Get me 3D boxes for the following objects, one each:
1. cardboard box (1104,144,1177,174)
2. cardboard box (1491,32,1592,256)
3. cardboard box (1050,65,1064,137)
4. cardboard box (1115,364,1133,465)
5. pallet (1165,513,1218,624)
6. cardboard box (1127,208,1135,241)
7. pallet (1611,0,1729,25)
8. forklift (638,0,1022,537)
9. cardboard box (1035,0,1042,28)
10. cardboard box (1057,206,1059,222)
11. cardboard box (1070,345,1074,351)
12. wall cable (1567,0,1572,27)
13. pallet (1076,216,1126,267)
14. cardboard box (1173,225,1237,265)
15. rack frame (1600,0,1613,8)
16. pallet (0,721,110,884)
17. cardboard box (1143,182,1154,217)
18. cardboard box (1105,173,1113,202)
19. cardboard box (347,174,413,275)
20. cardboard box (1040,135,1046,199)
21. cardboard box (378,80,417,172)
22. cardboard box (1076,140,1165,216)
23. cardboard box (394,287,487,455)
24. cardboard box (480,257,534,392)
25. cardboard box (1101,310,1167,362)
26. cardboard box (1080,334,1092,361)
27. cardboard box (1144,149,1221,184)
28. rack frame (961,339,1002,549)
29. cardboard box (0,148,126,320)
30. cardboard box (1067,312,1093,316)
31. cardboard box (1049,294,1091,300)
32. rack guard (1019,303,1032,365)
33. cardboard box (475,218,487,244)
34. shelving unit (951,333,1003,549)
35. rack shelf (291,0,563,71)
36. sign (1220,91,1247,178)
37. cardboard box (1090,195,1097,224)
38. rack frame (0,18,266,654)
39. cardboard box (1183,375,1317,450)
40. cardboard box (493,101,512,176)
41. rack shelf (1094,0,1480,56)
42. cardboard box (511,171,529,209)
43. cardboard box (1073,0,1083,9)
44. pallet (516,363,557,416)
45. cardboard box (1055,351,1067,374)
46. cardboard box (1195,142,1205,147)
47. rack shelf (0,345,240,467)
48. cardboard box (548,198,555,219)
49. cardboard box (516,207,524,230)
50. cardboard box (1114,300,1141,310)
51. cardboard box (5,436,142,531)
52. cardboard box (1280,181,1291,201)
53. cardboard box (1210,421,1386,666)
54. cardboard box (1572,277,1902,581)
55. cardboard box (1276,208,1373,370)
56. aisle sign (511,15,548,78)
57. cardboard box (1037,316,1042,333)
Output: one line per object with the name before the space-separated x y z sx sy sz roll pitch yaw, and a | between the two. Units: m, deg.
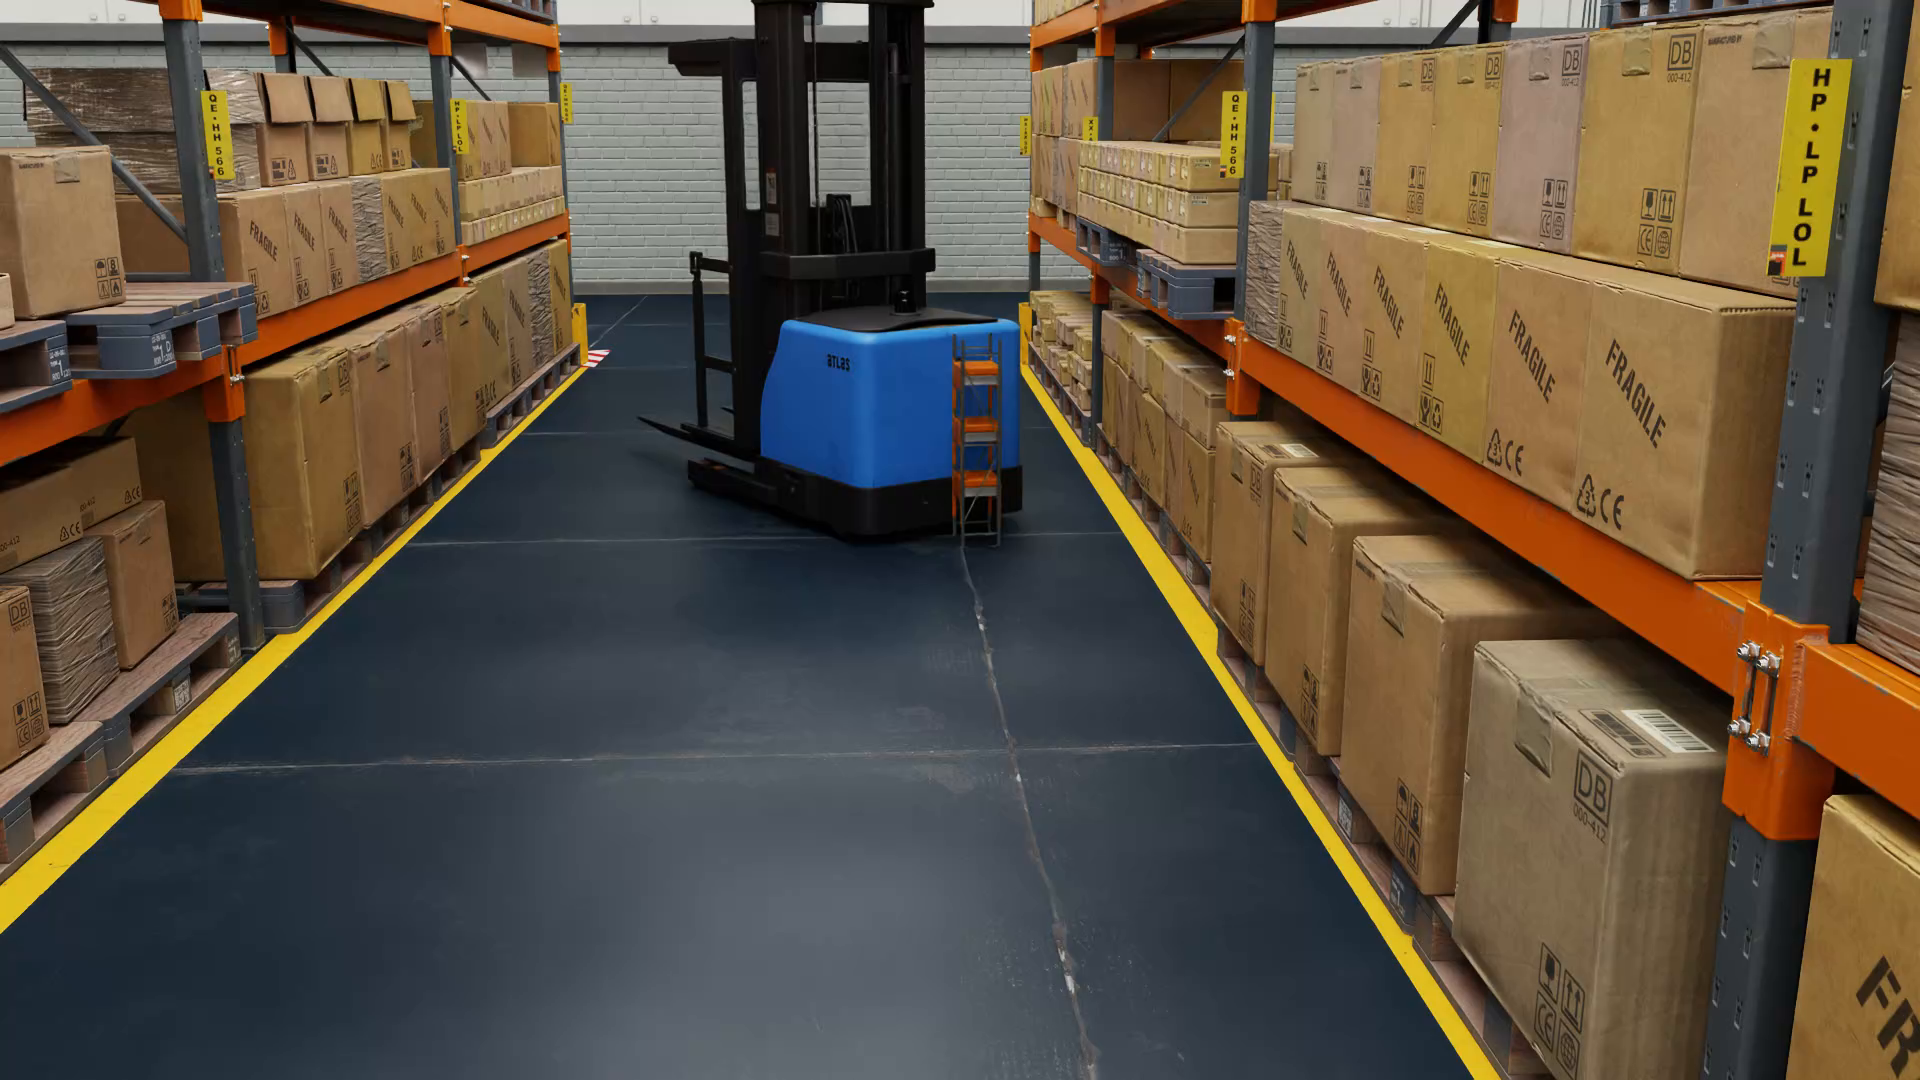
cardboard box | 0.983 -2.053 8.954 0.380 0.149 0.250 -1 14 -4
cardboard box | 1.746 -0.967 4.059 0.700 0.500 0.500 -1 14 -3
cardboard box | 0.950 -3.221 12.222 0.500 0.500 0.500 -1 14 -5
cardboard box | 1.167 -0.721 9.481 0.500 0.500 0.500 0 14 -1
pallet | 1.553 0.104 7.700 1.003 0.211 1.213 -1 14 -3
cardboard box | 1.036 -1.569 8.265 0.380 0.149 0.250 0 14 -2
pallet | 6.095 -4.369 13.645 1.003 0.211 1.213 -1 14 -3
forklift | -0.933 -1.745 9.427 1.130 2.935 3.031 -10 18 -34
cardboard box | 0.877 -4.306 13.525 0.500 0.250 0.500 0 14 -1
cardboard box | 0.950 -2.512 12.775 0.380 0.149 0.250 -1 14 -5
cardboard box | 0.999 -1.348 12.027 0.380 0.149 0.250 -1 14 -2
wall cable | 6.156 -7.470 19.501 2.355 3.000 0.029 -1 14 -3
pallet | 1.254 -1.762 9.740 1.003 0.211 1.213 -1 14 -3
cardboard box | 1.110 -1.250 7.025 0.380 0.149 0.250 -1 14 -3
rack frame | 6.038 -6.049 13.977 1.000 3.000 0.127 -1 14 -3
pallet | -3.238 0.847 4.813 1.003 0.211 1.213 -1 14 -3
cardboard box | 1.062 -1.588 7.743 0.380 0.149 0.250 -1 14 -3
cardboard box | 0.987 -1.908 8.985 0.380 0.149 0.250 0 14 -1
cardboard box | -3.240 -1.679 8.832 0.500 0.500 0.500 -1 14 -4
cardboard box | 0.915 -2.986 13.314 0.500 0.500 0.500 -1 14 -3
cardboard box | -3.557 -2.371 9.509 0.797 0.503 0.637 -1 14 -5
cardboard box | 1.040 -2.356 10.864 0.500 0.500 0.500 -1 14 -3
cardboard box | -3.545 -1.011 9.858 1.225 0.875 0.875 -1 14 -3
cardboard box | -3.622 -1.559 11.988 0.875 0.875 0.875 -1 14 -3
cardboard box | 1.134 -1.215 9.899 0.500 0.250 0.500 -2 15 -6
cardboard box | 1.015 -1.305 11.265 0.380 0.149 0.250 -1 14 -3
cardboard box | 1.062 -1.731 7.702 0.380 0.149 0.250 0 14 -2
rack frame | 0.105 -0.470 8.245 0.200 1.050 0.008 -3 15 -10
cardboard box | -3.149 -0.982 5.279 0.700 0.500 0.500 1 14 5
cardboard box | 1.010 -1.629 12.523 0.380 0.149 0.250 -1 14 -3
cardboard box | 0.935 -1.951 13.772 0.380 0.149 0.250 -1 14 -2
rack guard | 1.109 -1.813 14.568 1.175 0.500 0.348 -1 14 -3
cardboard box | -3.307 -2.018 10.854 0.380 0.149 0.250 -1 14 -5
shelving unit | 0.083 -0.500 8.361 0.215 1.050 0.252 -3 15 -10
rack shelf | -3.729 -3.597 11.912 1.077 0.370 4.000 -1 14 -3
sign | 1.059 -1.564 6.421 0.100 0.325 0.005 -1 14 -3
cardboard box | 0.952 -1.893 9.524 0.380 0.149 0.250 -1 14 -3
rack frame | -3.357 -1.001 6.397 1.000 3.000 0.127 -1 14 -3
cardboard box | 1.296 -0.574 7.408 0.500 0.250 0.500 -1 14 -5
cardboard box | -3.439 -2.805 11.609 0.500 0.500 0.500 -1 14 -5
rack shelf | 1.476 -2.654 8.246 1.077 0.370 4.000 -1 14 -3
cardboard box | -3.459 -2.563 12.173 0.500 0.250 0.500 -1 14 -3
cardboard box | 1.033 -3.669 11.050 0.500 0.250 0.500 -1 14 -4
pallet | -3.652 -1.140 12.533 1.003 0.211 1.213 -1 14 -3
cardboard box | 0.926 -1.345 12.612 0.380 0.149 0.250 -1 14 -3
cardboard box | 1.589 -2.253 9.732 0.380 0.149 0.250 -1 14 -5
rack shelf | -3.233 -0.155 4.553 1.077 0.370 4.000 -1 14 -3
cardboard box | -3.470 -2.658 13.341 0.380 0.149 0.250 -1 14 -3
cardboard box | -3.389 -2.340 12.107 0.380 0.149 0.250 -1 14 -5
cardboard box | 1.444 -1.834 13.319 0.380 0.149 0.250 -1 15 -6
cardboard box | -3.286 -0.200 5.914 0.500 0.250 0.500 0 14 -1
cardboard box | 1.715 -1.598 7.782 0.380 0.149 0.250 -1 14 -3
cardboard box | 1.548 -0.013 6.231 1.050 0.750 0.750 -1 14 -4
cardboard box | 1.548 -0.232 3.206 0.500 0.500 0.500 -1 14 -4
cardboard box | 1.392 -0.859 5.643 0.500 0.500 0.500 -1 14 -4
aisle sign | -3.558 -4.272 13.893 0.394 0.787 0.004 -1 14 -3
cardboard box | 0.841 -1.806 13.806 0.380 0.149 0.250 -1 14 -4
